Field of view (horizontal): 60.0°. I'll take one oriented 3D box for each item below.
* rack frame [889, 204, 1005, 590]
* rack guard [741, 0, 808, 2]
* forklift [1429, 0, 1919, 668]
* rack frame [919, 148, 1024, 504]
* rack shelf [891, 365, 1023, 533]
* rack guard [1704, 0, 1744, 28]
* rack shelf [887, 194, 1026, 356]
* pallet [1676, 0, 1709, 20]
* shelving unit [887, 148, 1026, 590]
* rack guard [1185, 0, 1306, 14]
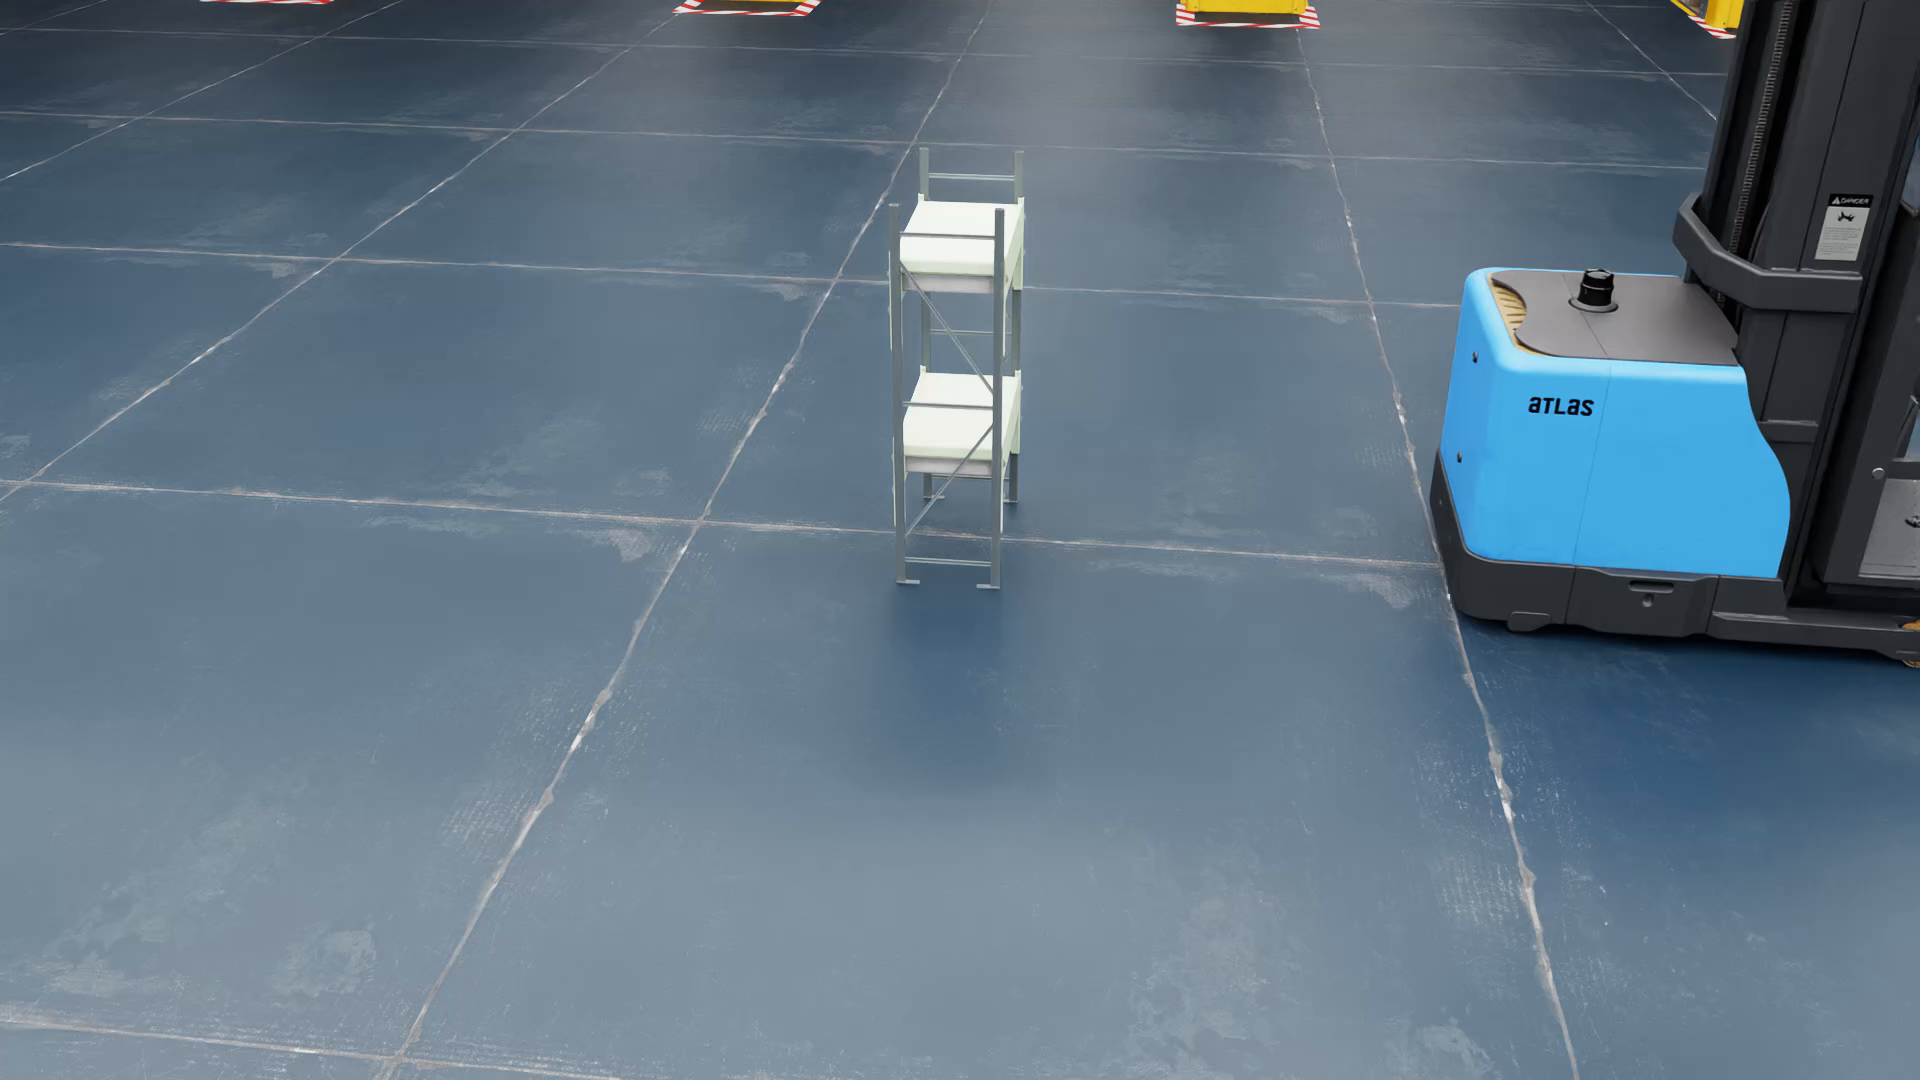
[{"bbox_3d":[-0.046,-0.485,6.069,0.400,1.500,0.023,3,28,6],"label":"rack frame"},{"bbox_3d":[-2.126,-5.796,16.981,1.175,0.500,0.348,3,28,6],"label":"rack guard"},{"bbox_3d":[3.388,-1.092,5.686,3.031,2.935,1.130,4,29,7],"label":"forklift"},{"bbox_3d":[0.044,-0.829,6.708,0.400,1.500,0.023,3,28,6],"label":"rack frame"},{"bbox_3d":[-0.001,-0.370,6.543,0.431,0.370,0.720,3,28,6],"label":"rack shelf"},{"bbox_3d":[7.734,-5.122,15.731,1.175,0.500,0.348,3,28,6],"label":"rack guard"},{"bbox_3d":[-0.001,-1.001,6.203,0.431,0.370,0.720,3,28,6],"label":"rack shelf"},{"bbox_3d":[7.757,-5.387,16.527,1.003,0.211,1.213,3,28,6],"label":"pallet"},{"bbox_3d":[-0.001,-0.657,6.388,0.431,1.500,0.755,3,28,6],"label":"shelving unit"},{"bbox_3d":[2.836,-5.505,16.442,1.175,0.500,0.348,3,28,6],"label":"rack guard"}]
